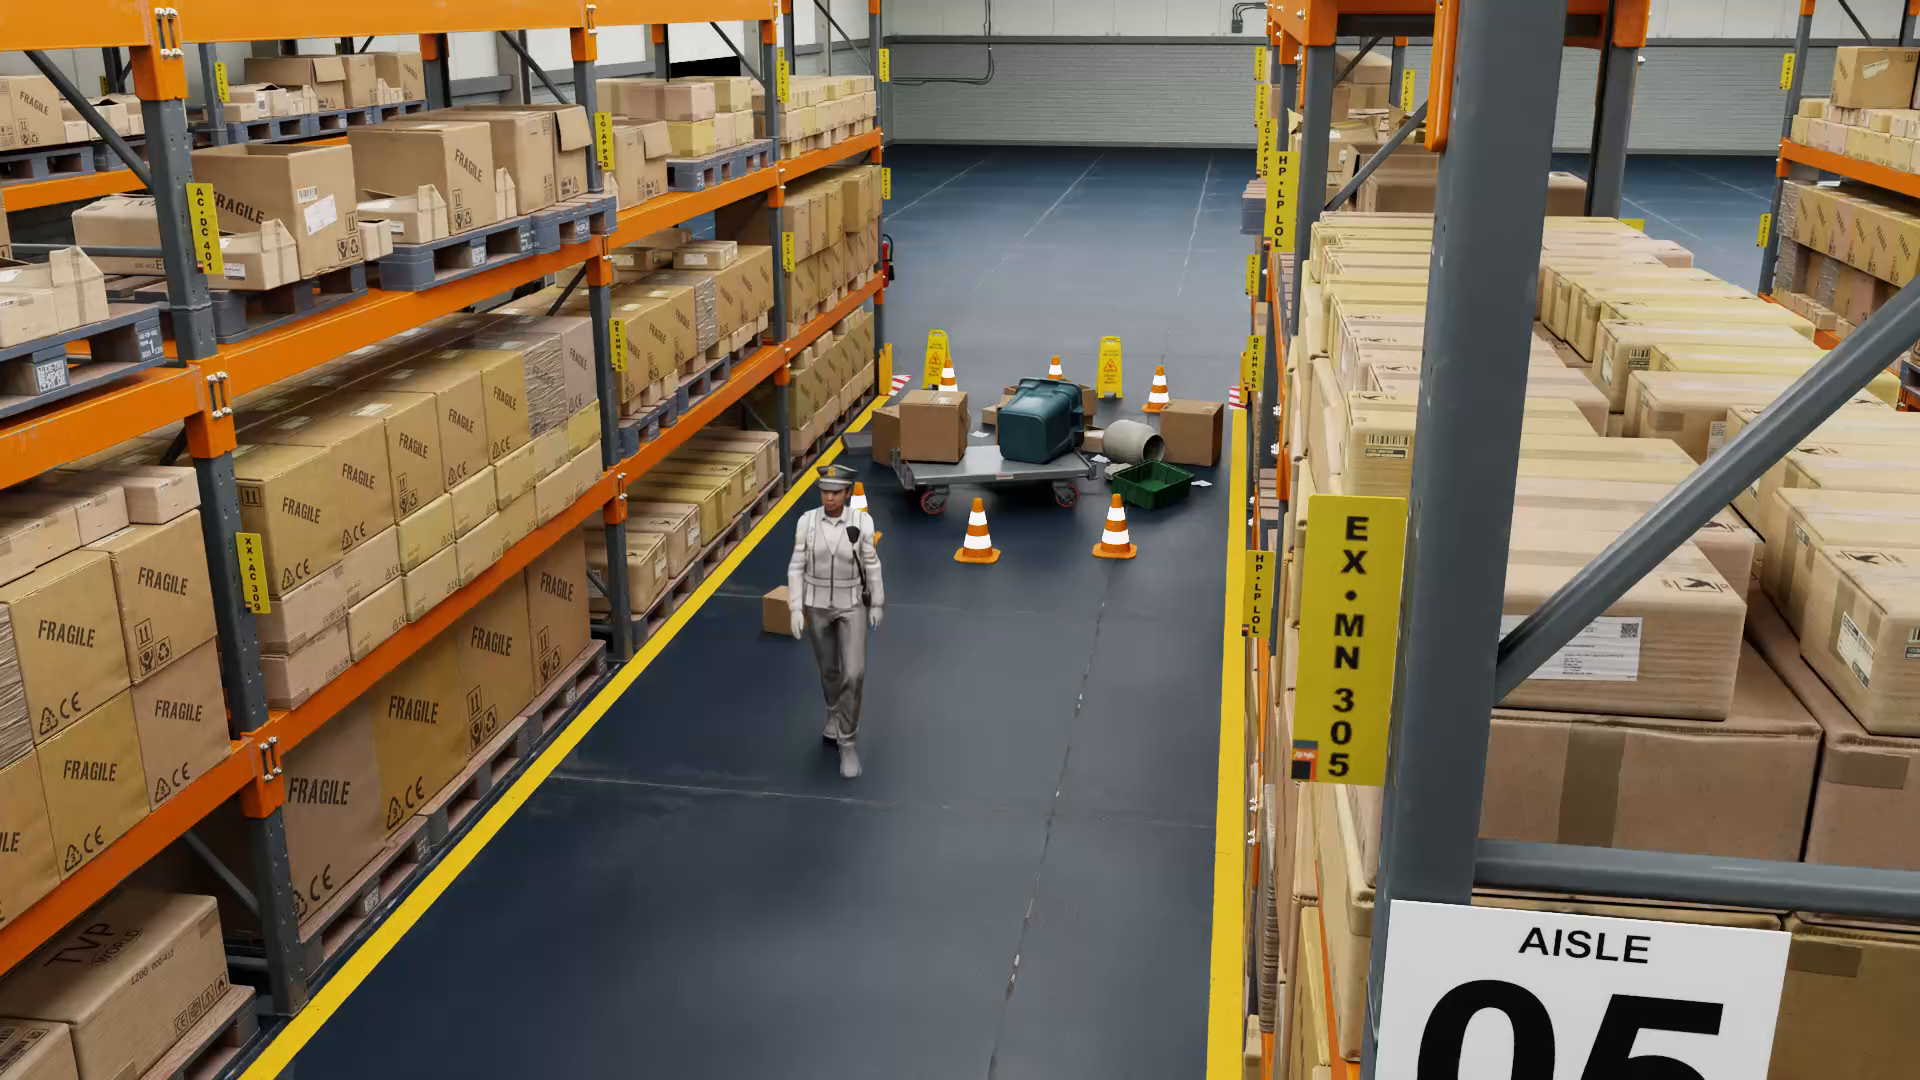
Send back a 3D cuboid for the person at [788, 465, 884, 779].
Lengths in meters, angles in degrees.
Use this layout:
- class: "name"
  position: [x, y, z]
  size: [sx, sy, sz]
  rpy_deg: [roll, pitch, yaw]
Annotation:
- class: "person"
  position: [-0.702, 0.414, 9.257]
  size: [0.522, 1.724, 0.696]
  rpy_deg: [2, 18, 5]
